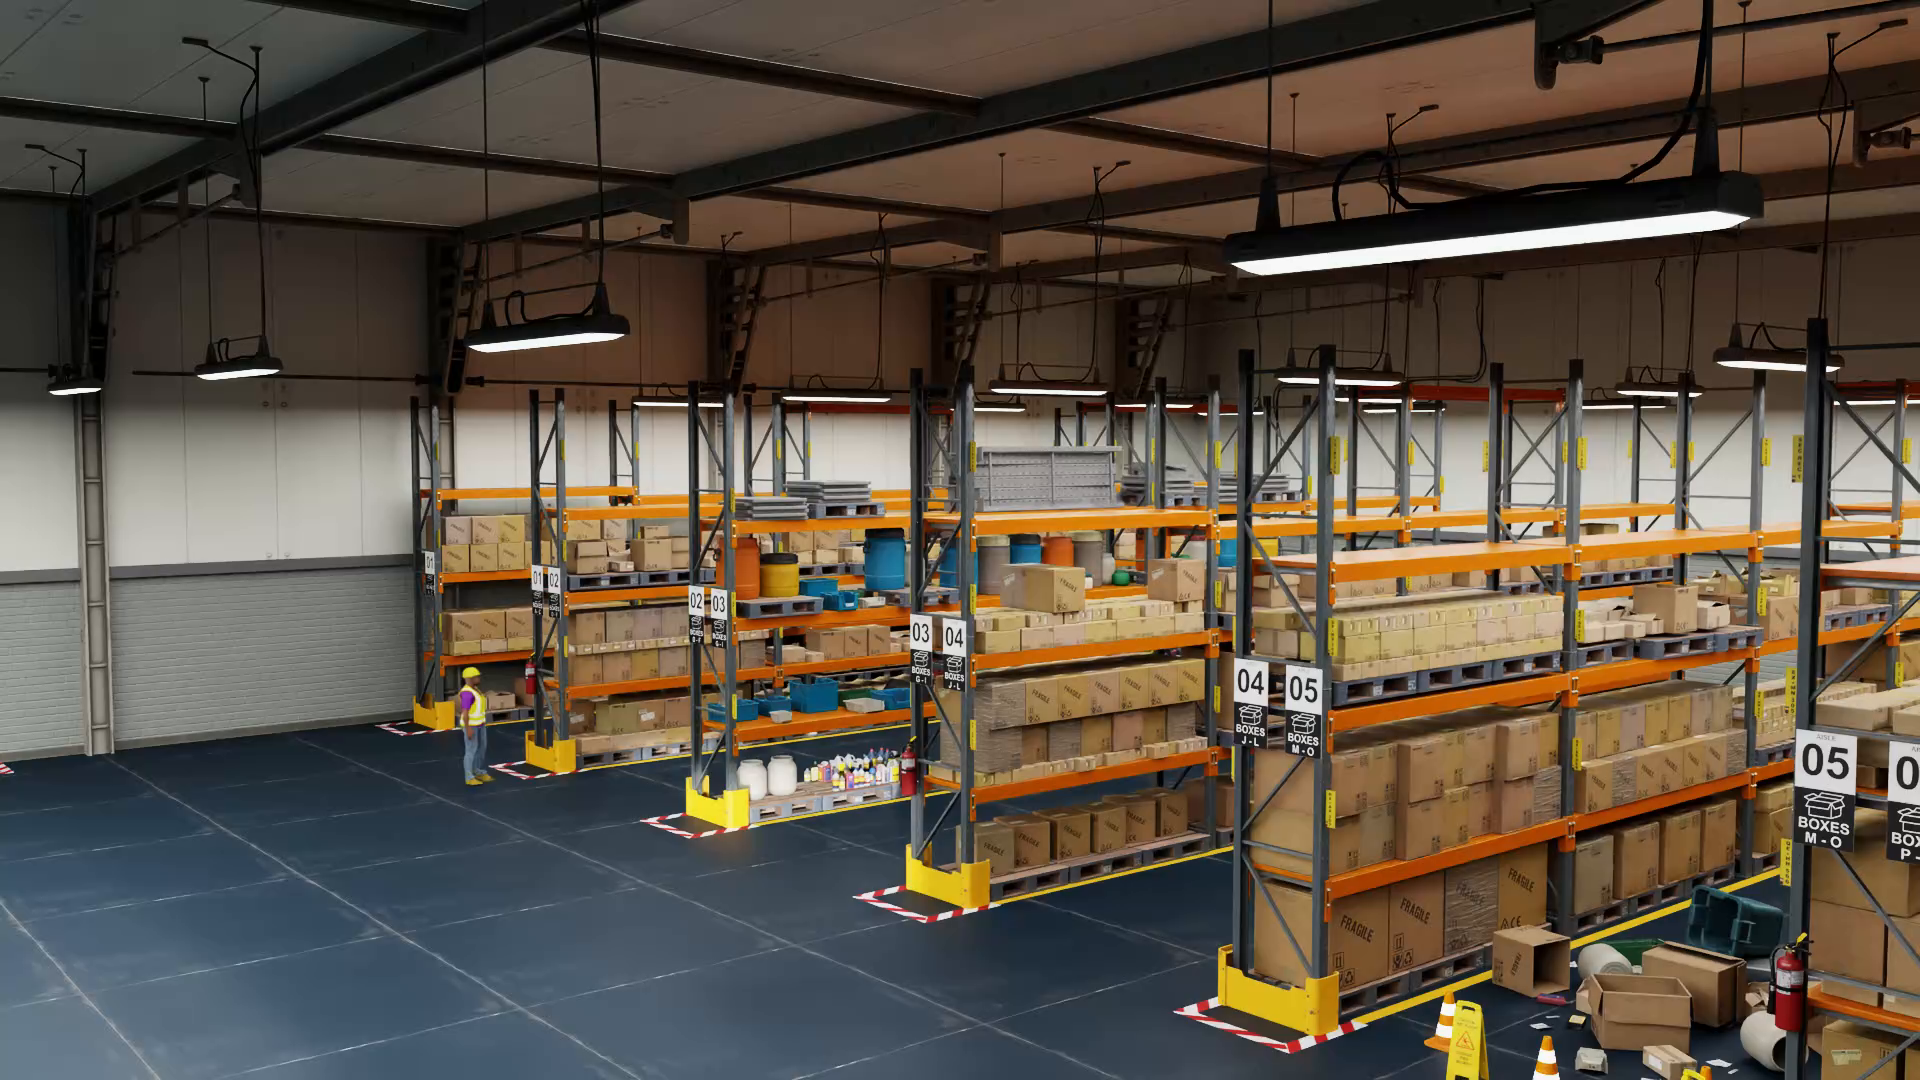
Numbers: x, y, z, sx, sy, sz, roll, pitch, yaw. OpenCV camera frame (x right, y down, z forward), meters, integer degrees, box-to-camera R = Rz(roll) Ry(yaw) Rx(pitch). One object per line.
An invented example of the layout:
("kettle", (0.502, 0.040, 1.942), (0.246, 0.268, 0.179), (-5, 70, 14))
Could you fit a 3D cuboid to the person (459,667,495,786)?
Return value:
("person", (-7.352, 2.814, 25.155), (0.406, 1.790, 0.654), (1, 3, 9))
